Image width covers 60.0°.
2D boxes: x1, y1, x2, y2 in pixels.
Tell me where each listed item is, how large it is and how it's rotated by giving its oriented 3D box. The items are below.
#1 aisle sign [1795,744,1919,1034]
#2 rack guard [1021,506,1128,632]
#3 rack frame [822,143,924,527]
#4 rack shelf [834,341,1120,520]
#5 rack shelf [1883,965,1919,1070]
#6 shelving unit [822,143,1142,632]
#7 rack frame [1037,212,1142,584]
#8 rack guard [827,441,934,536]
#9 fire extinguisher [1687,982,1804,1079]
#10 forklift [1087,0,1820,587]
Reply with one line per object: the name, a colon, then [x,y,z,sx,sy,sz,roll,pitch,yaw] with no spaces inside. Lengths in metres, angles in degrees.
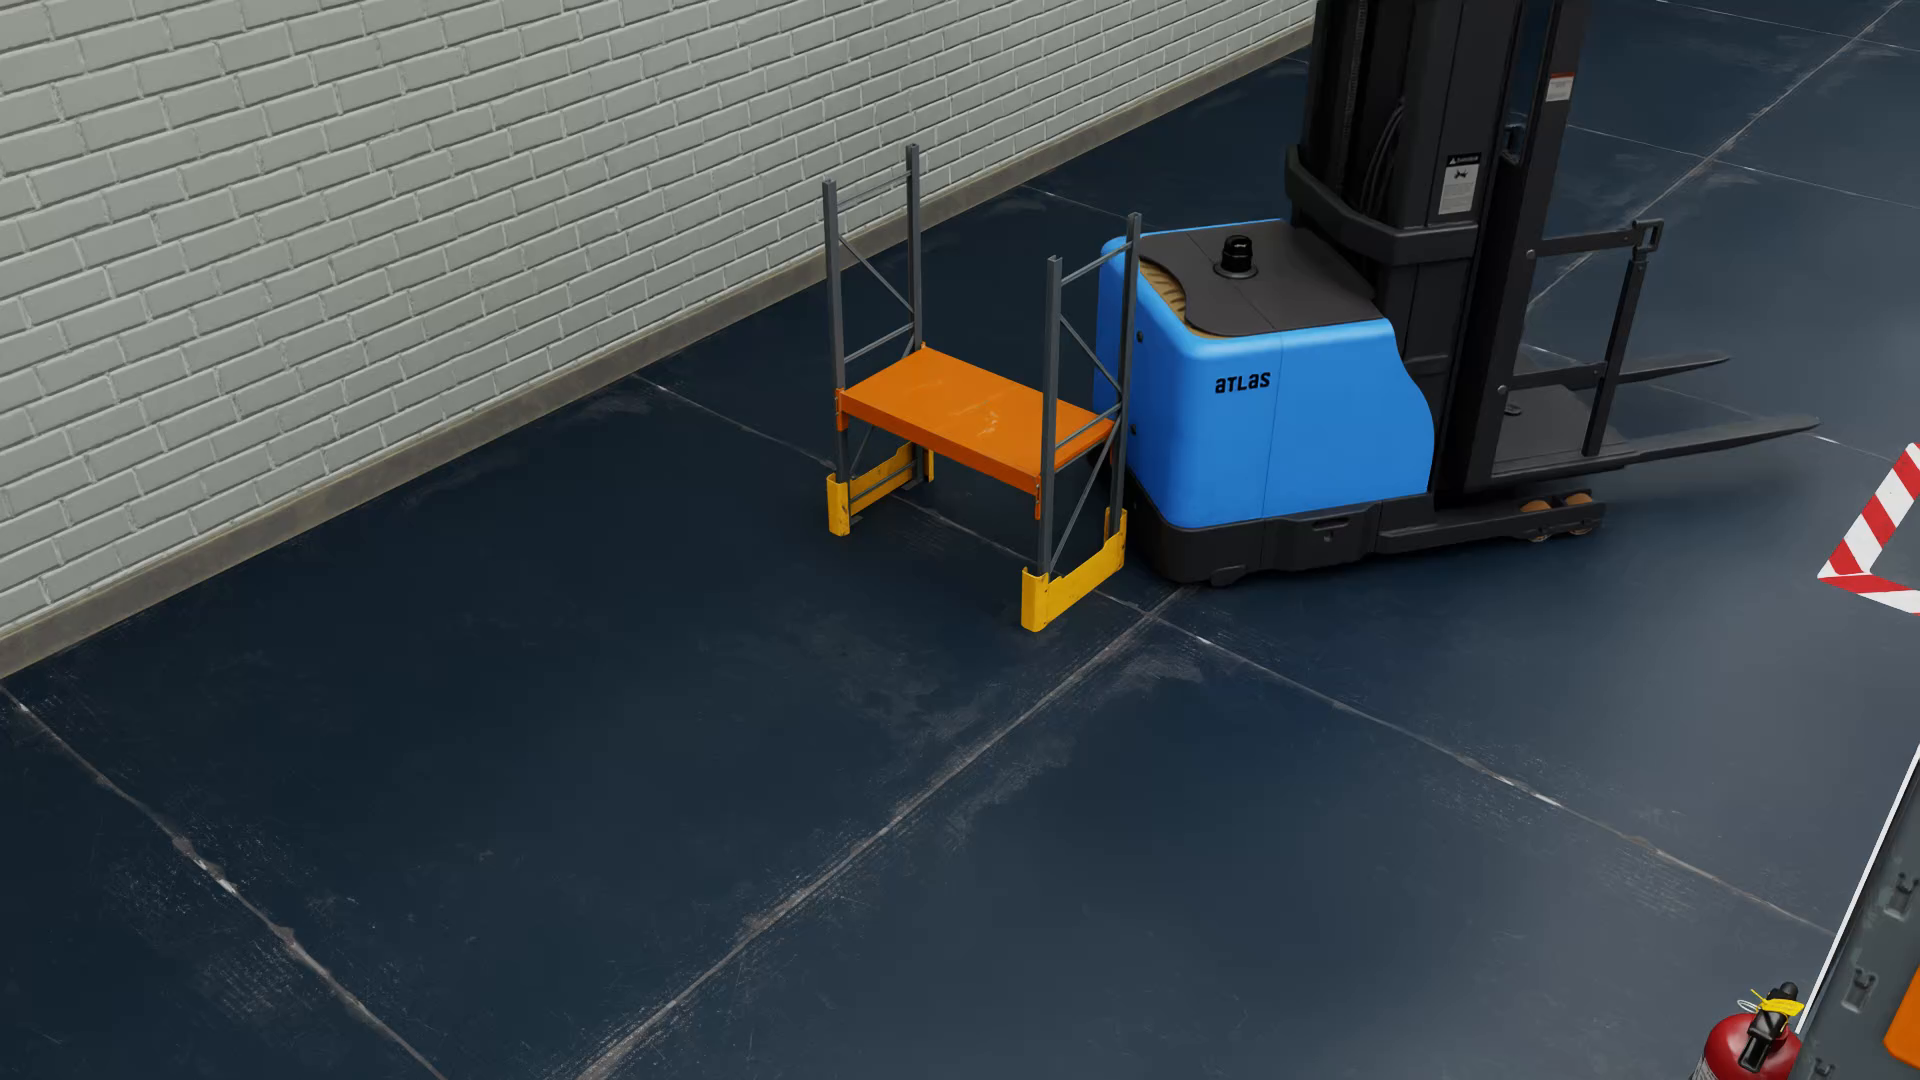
aisle sign: [1.004,0.107,1.648,0.004,0.787,0.394,25,42,32]
rack guard: [0.441,0.105,6.376,0.087,0.250,0.587,25,42,32]
rack frame: [-0.325,-0.771,6.549,0.032,1.500,0.500,25,42,32]
rack shelf: [0.066,-0.439,6.382,1.000,0.185,0.538,25,42,32]
rack shelf: [2.787,0.860,0.833,4.000,0.370,1.077,25,42,32]
shelving unit: [0.059,-0.591,6.285,1.083,1.500,0.587,25,42,32]
rack frame: [0.456,-0.403,6.012,0.032,1.500,0.500,25,42,32]
rack guard: [-0.324,-0.256,6.902,0.087,0.250,0.587,25,42,32]
fire extinguisher: [1.425,1.009,3.029,0.183,0.674,0.296,25,42,32]
forklift: [2.119,-1.481,6.317,3.031,2.935,1.130,-9,35,-12]
